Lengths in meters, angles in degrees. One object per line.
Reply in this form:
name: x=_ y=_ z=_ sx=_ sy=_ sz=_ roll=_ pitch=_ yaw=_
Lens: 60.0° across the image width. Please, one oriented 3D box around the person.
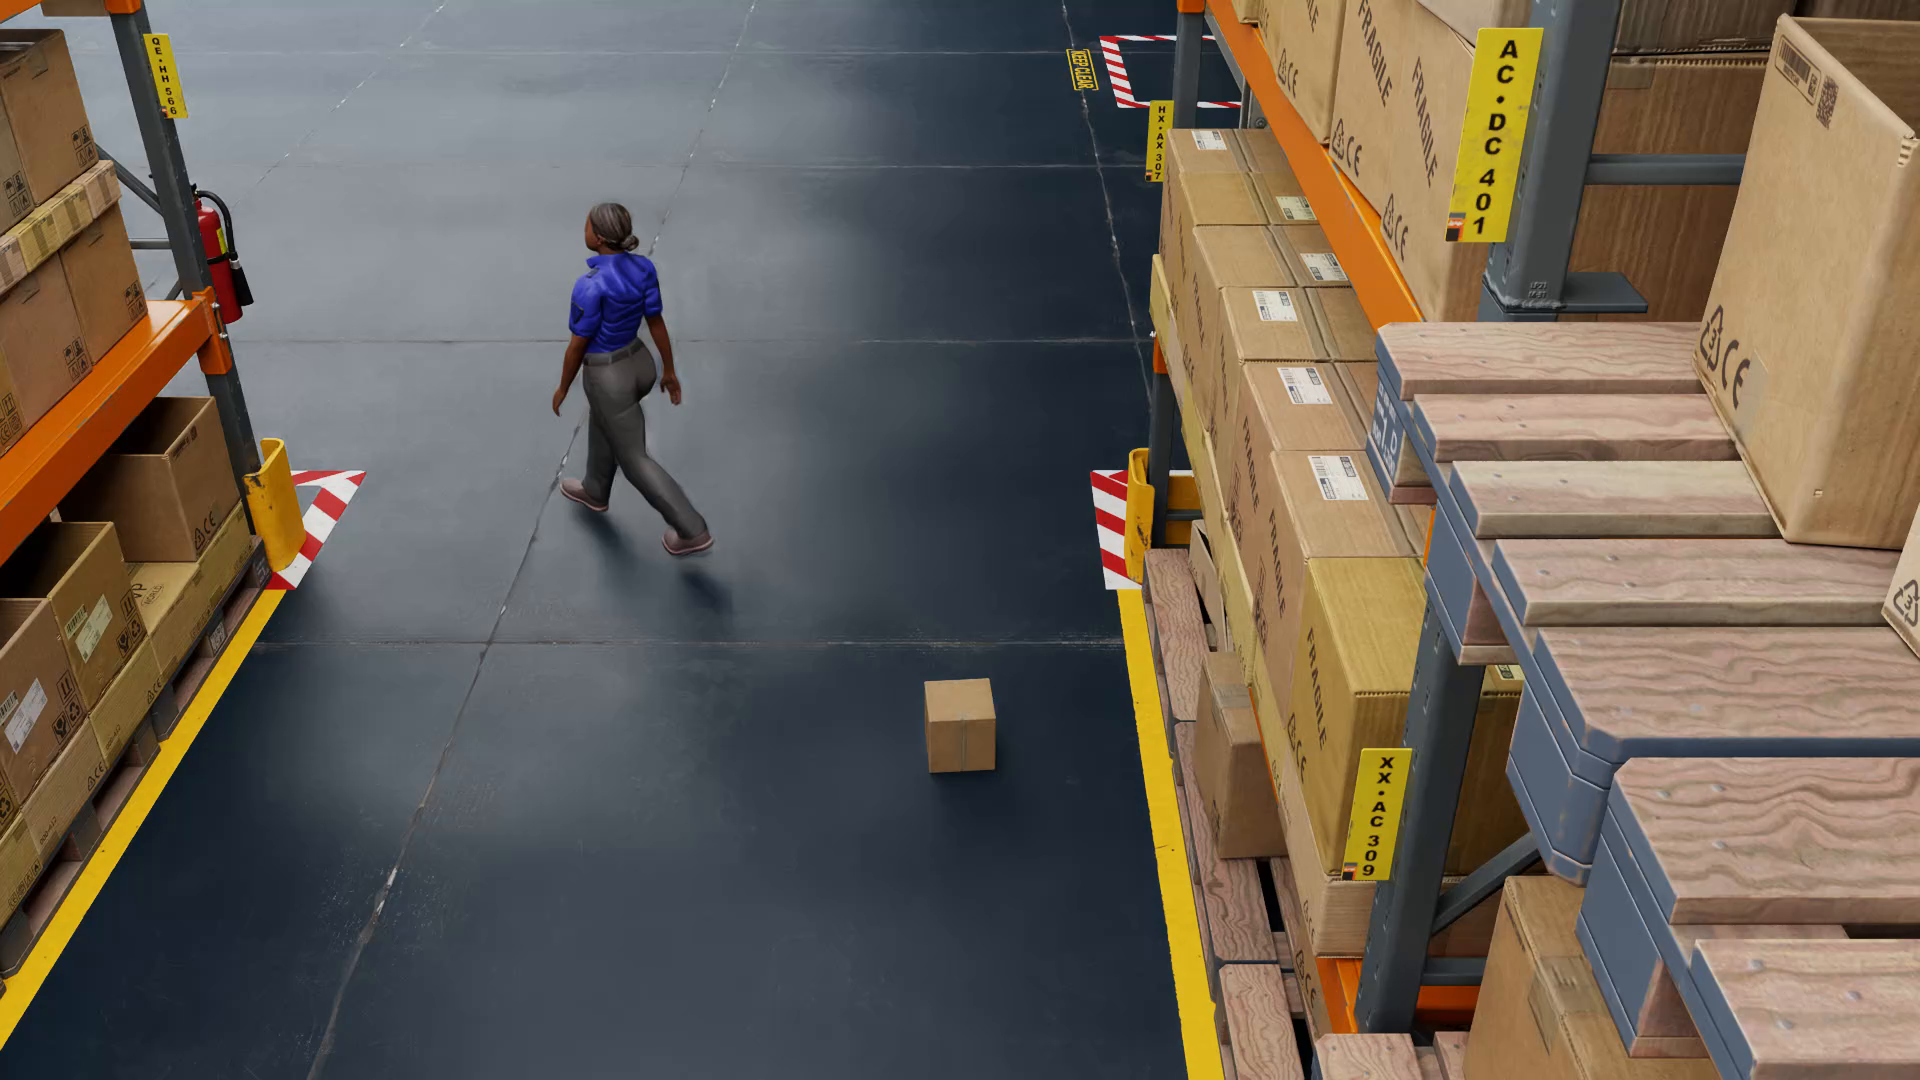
person: x=-1.513 y=-0.721 z=7.312 sx=1.033 sy=1.597 sz=0.473 roll=15 pitch=35 yaw=23
